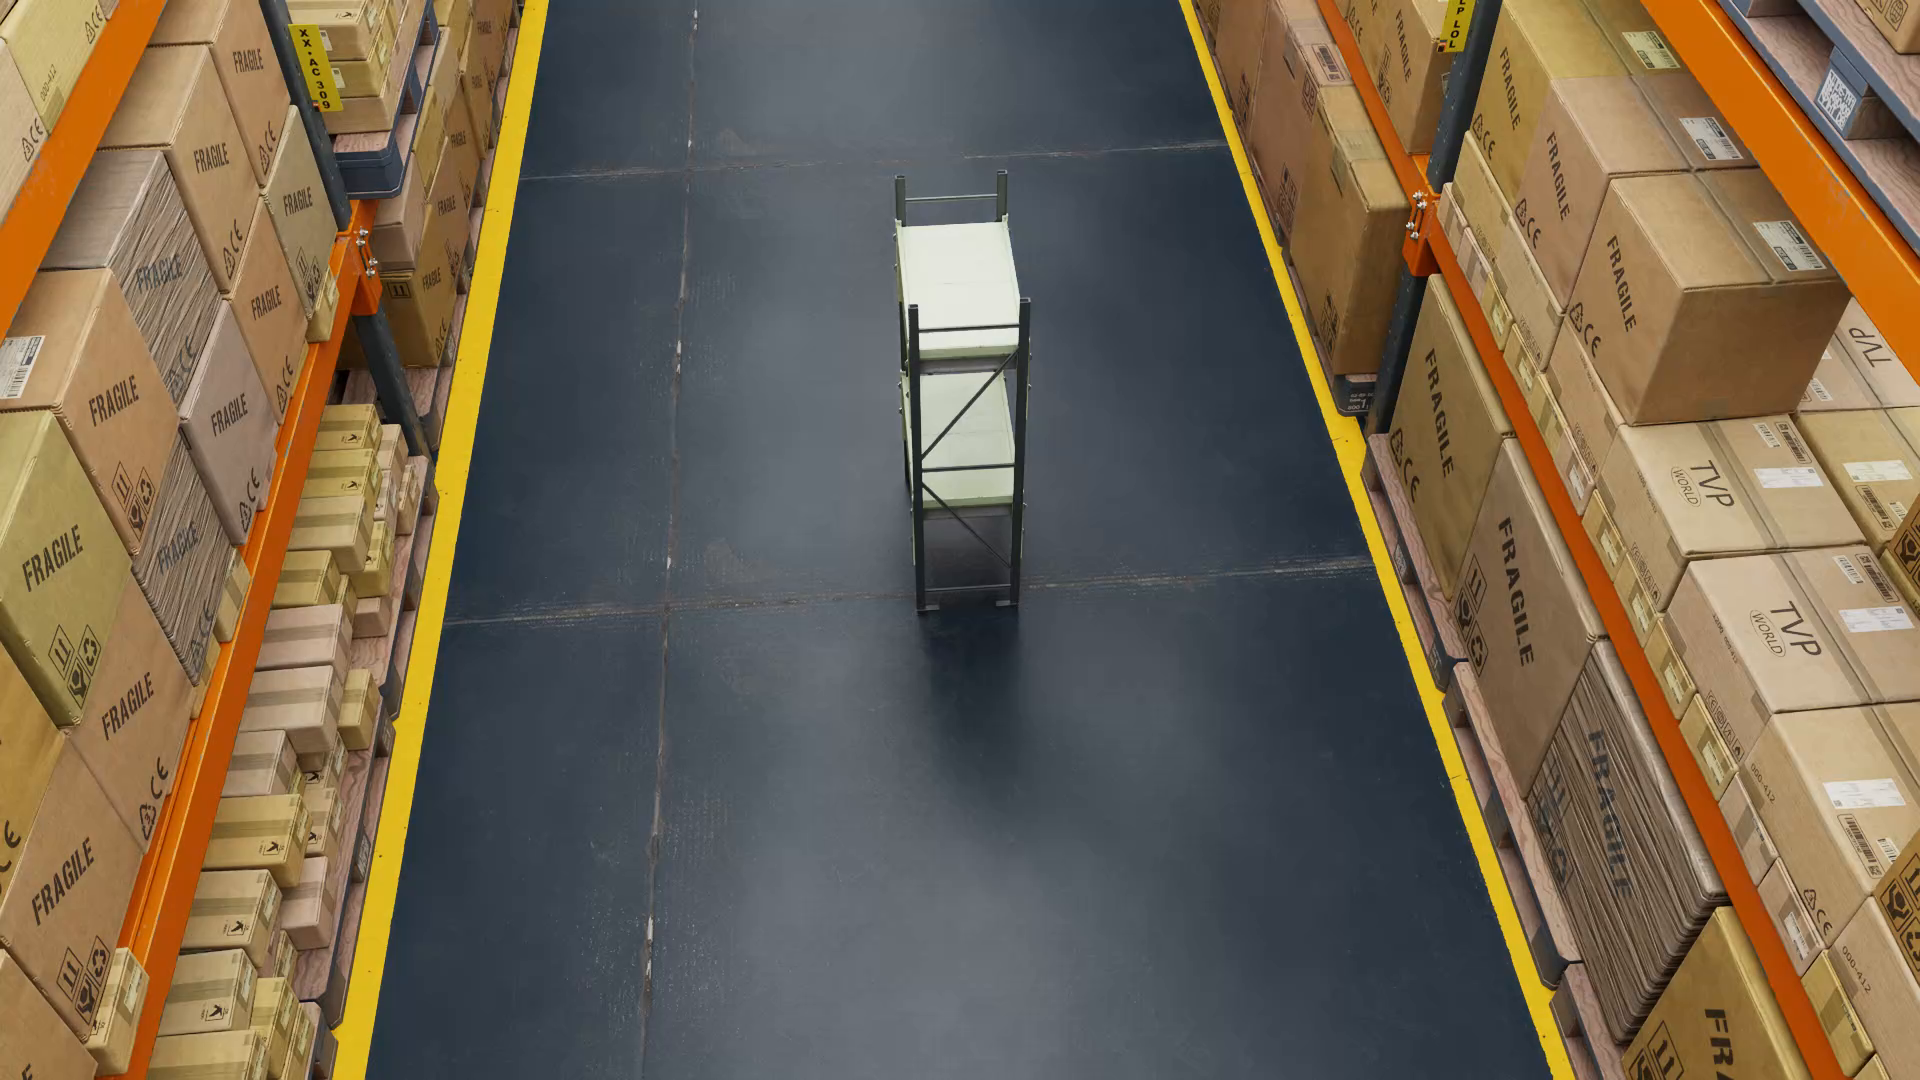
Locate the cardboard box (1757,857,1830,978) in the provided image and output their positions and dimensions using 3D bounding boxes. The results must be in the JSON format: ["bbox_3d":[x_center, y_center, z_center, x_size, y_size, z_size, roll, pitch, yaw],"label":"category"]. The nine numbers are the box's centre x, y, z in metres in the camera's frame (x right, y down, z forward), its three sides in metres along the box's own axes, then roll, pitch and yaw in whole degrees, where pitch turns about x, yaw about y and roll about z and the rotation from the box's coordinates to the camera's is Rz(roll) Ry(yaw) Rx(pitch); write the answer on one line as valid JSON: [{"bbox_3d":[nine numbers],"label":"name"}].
[{"bbox_3d":[2.177,0.896,4.009,0.380,0.149,0.250,-3,47,-3],"label":"cardboard box"}]

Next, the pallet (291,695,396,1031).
[{"bbox_3d":[-2.510,1.079,5.582,1.003,0.211,1.213,-3,47,-3],"label":"pallet"}]

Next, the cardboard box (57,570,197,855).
[{"bbox_3d":[-2.233,0.427,4.006,0.500,0.500,0.500,-3,47,-3],"label":"cardboard box"}]

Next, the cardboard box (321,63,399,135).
[{"bbox_3d":[-2.282,-1.619,6.101,0.380,0.149,0.250,-6,47,-5],"label":"cardboard box"}]

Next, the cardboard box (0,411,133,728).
[{"bbox_3d":[-2.215,0.082,3.644,0.500,0.500,0.500,-4,47,-4],"label":"cardboard box"}]

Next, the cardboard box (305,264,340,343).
[{"bbox_3d":[-2.320,-0.790,5.605,0.380,0.149,0.250,-5,47,-4],"label":"cardboard box"}]

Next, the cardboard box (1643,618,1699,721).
[{"bbox_3d":[2.112,0.340,4.535,0.380,0.149,0.250,-3,47,-3],"label":"cardboard box"}]

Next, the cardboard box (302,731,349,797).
[{"bbox_3d":[-2.293,0.792,5.608,0.380,0.149,0.250,-3,47,-3],"label":"cardboard box"}]

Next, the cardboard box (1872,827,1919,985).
[{"bbox_3d":[2.276,0.772,3.334,0.500,0.500,0.500,-3,47,-3],"label":"cardboard box"}]

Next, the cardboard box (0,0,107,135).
[{"bbox_3d":[-2.324,-1.160,3.820,0.500,0.250,0.500,-4,47,-4],"label":"cardboard box"}]

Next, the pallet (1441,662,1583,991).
[{"bbox_3d":[2.335,0.922,5.731,1.003,0.211,1.213,-3,47,-3],"label":"pallet"}]

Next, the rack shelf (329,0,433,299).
[{"bbox_3d":[-2.874,-2.448,7.498,1.077,0.370,4.000,-3,47,-3],"label":"rack shelf"}]

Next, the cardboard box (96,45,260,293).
[{"bbox_3d":[-2.350,-1.031,4.698,0.500,0.500,0.500,-5,47,-5],"label":"cardboard box"}]

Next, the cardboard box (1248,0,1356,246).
[{"bbox_3d":[2.095,-1.999,7.751,1.225,0.875,0.875,-5,47,-5],"label":"cardboard box"}]

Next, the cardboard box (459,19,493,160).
[{"bbox_3d":[-2.626,-2.209,8.209,0.500,0.500,0.500,-5,47,-5],"label":"cardboard box"}]

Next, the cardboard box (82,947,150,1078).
[{"bbox_3d":[-2.104,1.099,3.817,0.380,0.149,0.250,-5,47,-4],"label":"cardboard box"}]

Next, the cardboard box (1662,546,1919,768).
[{"bbox_3d":[2.189,0.297,4.301,0.500,0.250,0.500,-5,47,-5],"label":"cardboard box"}]

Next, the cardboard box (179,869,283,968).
[{"bbox_3d":[-2.231,1.120,4.888,0.380,0.149,0.250,-2,47,-2],"label":"cardboard box"}]

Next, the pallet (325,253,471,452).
[{"bbox_3d":[-2.774,-0.852,7.412,1.003,0.211,1.213,-3,47,-3],"label":"pallet"}]

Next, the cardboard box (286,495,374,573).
[{"bbox_3d":[-2.329,-0.013,5.961,0.380,0.149,0.250,-4,47,-4],"label":"cardboard box"}]

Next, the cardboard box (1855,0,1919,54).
[{"bbox_3d":[2.312,-1.382,3.500,0.700,0.500,0.500,-2,47,-2],"label":"cardboard box"}]

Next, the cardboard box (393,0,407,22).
[{"bbox_3d":[-2.327,-2.095,6.348,0.380,0.149,0.250,-2,47,-2],"label":"cardboard box"}]

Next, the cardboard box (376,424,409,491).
[{"bbox_3d":[-2.364,-0.306,6.443,0.380,0.149,0.250,-3,47,-2],"label":"cardboard box"}]

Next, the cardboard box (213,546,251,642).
[{"bbox_3d":[-2.247,0.157,4.708,0.380,0.149,0.250,-3,47,-3],"label":"cardboard box"}]

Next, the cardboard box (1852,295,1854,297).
[{"bbox_3d":[2.588,-0.849,5.387,0.500,0.250,0.500,-2,47,-2],"label":"cardboard box"}]

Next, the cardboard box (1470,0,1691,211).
[{"bbox_3d":[2.029,-1.423,5.414,0.500,0.500,0.500,-3,47,-3],"label":"cardboard box"}]

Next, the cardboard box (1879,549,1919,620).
[{"bbox_3d":[2.719,0.264,4.333,0.500,0.250,0.500,-5,47,-5],"label":"cardboard box"}]

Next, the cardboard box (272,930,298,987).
[{"bbox_3d":[-2.257,1.349,5.080,0.380,0.149,0.250,-3,47,-3],"label":"cardboard box"}]

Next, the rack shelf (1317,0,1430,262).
[{"bbox_3d":[2.077,-2.676,7.714,1.077,0.370,4.000,-3,47,-3],"label":"rack shelf"}]

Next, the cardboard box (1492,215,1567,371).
[{"bbox_3d":[2.059,-0.811,5.351,0.500,0.250,0.500,-4,47,-3],"label":"cardboard box"}]

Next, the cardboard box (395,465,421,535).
[{"bbox_3d":[-2.335,-0.149,6.500,0.380,0.149,0.250,-3,47,-3],"label":"cardboard box"}]

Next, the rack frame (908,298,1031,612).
[{"bbox_3d":[0.030,-0.256,5.959,0.400,1.500,0.023,-3,47,-3],"label":"rack frame"}]

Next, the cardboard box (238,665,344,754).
[{"bbox_3d":[-2.235,0.564,5.414,0.380,0.149,0.250,-5,47,-5],"label":"cardboard box"}]

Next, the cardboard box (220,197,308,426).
[{"bbox_3d":[-2.343,-0.676,5.051,0.500,0.500,0.500,-5,47,-4],"label":"cardboard box"}]

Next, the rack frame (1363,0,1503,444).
[{"bbox_3d":[2.244,-1.476,6.082,1.000,3.000,0.127,-3,47,-3],"label":"rack frame"}]

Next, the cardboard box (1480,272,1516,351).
[{"bbox_3d":[1.982,-0.775,5.591,0.380,0.149,0.250,-2,47,-2],"label":"cardboard box"}]

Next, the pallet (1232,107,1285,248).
[{"bbox_3d":[1.999,-1.956,8.457,1.003,0.211,1.213,-3,47,-3],"label":"pallet"}]

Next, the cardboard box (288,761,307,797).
[{"bbox_3d":[-2.343,0.843,5.355,0.380,0.149,0.250,-1,47,-1],"label":"cardboard box"}]

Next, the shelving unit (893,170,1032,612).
[{"bbox_3d":[-0.001,-0.521,6.210,0.431,1.500,0.755,-3,47,-3],"label":"shelving unit"}]

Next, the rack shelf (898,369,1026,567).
[{"bbox_3d":[-0.001,-0.296,6.447,0.431,0.370,0.720,-3,47,-3],"label":"rack shelf"}]

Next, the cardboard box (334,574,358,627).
[{"bbox_3d":[-2.366,0.269,5.898,0.380,0.149,0.250,-3,47,-3],"label":"cardboard box"}]

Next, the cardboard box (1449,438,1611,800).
[{"bbox_3d":[2.295,0.243,5.628,0.875,0.875,0.875,-3,47,-3],"label":"cardboard box"}]

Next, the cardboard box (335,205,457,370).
[{"bbox_3d":[-2.505,-1.084,7.143,0.500,0.500,0.500,-2,47,-2],"label":"cardboard box"}]

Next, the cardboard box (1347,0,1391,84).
[{"bbox_3d":[1.898,-2.191,6.690,0.500,0.500,0.500,-2,47,-2],"label":"cardboard box"}]

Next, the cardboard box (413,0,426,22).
[{"bbox_3d":[-2.348,-2.182,6.634,0.380,0.149,0.250,-3,47,-3],"label":"cardboard box"}]

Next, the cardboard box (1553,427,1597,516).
[{"bbox_3d":[2.046,-0.218,5.064,0.380,0.149,0.250,-3,47,-3],"label":"cardboard box"}]

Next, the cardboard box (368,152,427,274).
[{"bbox_3d":[-2.506,-1.342,6.870,0.500,0.250,0.500,-5,47,-5],"label":"cardboard box"}]

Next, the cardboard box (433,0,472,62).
[{"bbox_3d":[-2.643,-2.473,7.942,0.500,0.250,0.500,-2,47,-2],"label":"cardboard box"}]
